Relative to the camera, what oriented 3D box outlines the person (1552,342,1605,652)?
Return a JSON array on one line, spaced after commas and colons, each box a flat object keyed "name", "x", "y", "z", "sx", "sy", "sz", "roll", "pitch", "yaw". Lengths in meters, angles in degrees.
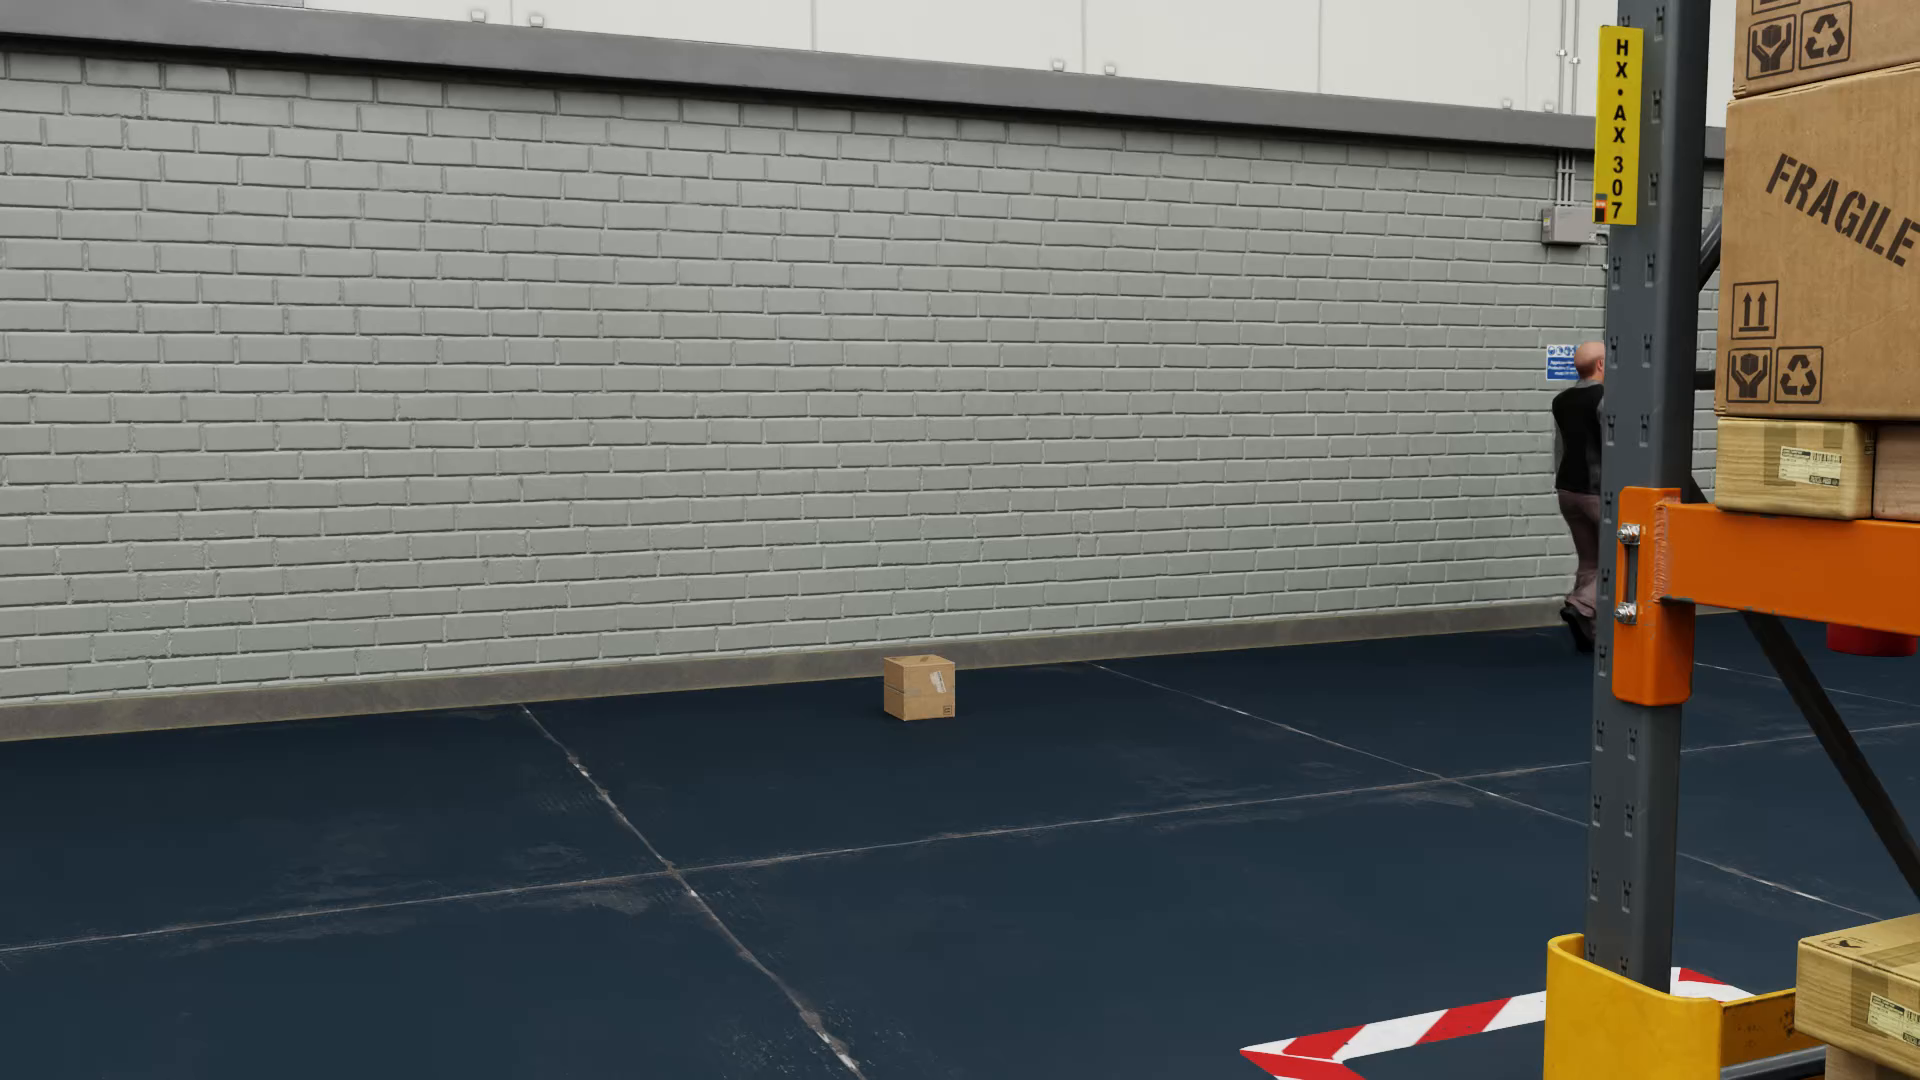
[{"name": "person", "x": 3.468, "y": -0.227, "z": 9.112, "sx": 0.564, "sy": 1.710, "sz": 0.537, "roll": -2, "pitch": 6, "yaw": -22}]
